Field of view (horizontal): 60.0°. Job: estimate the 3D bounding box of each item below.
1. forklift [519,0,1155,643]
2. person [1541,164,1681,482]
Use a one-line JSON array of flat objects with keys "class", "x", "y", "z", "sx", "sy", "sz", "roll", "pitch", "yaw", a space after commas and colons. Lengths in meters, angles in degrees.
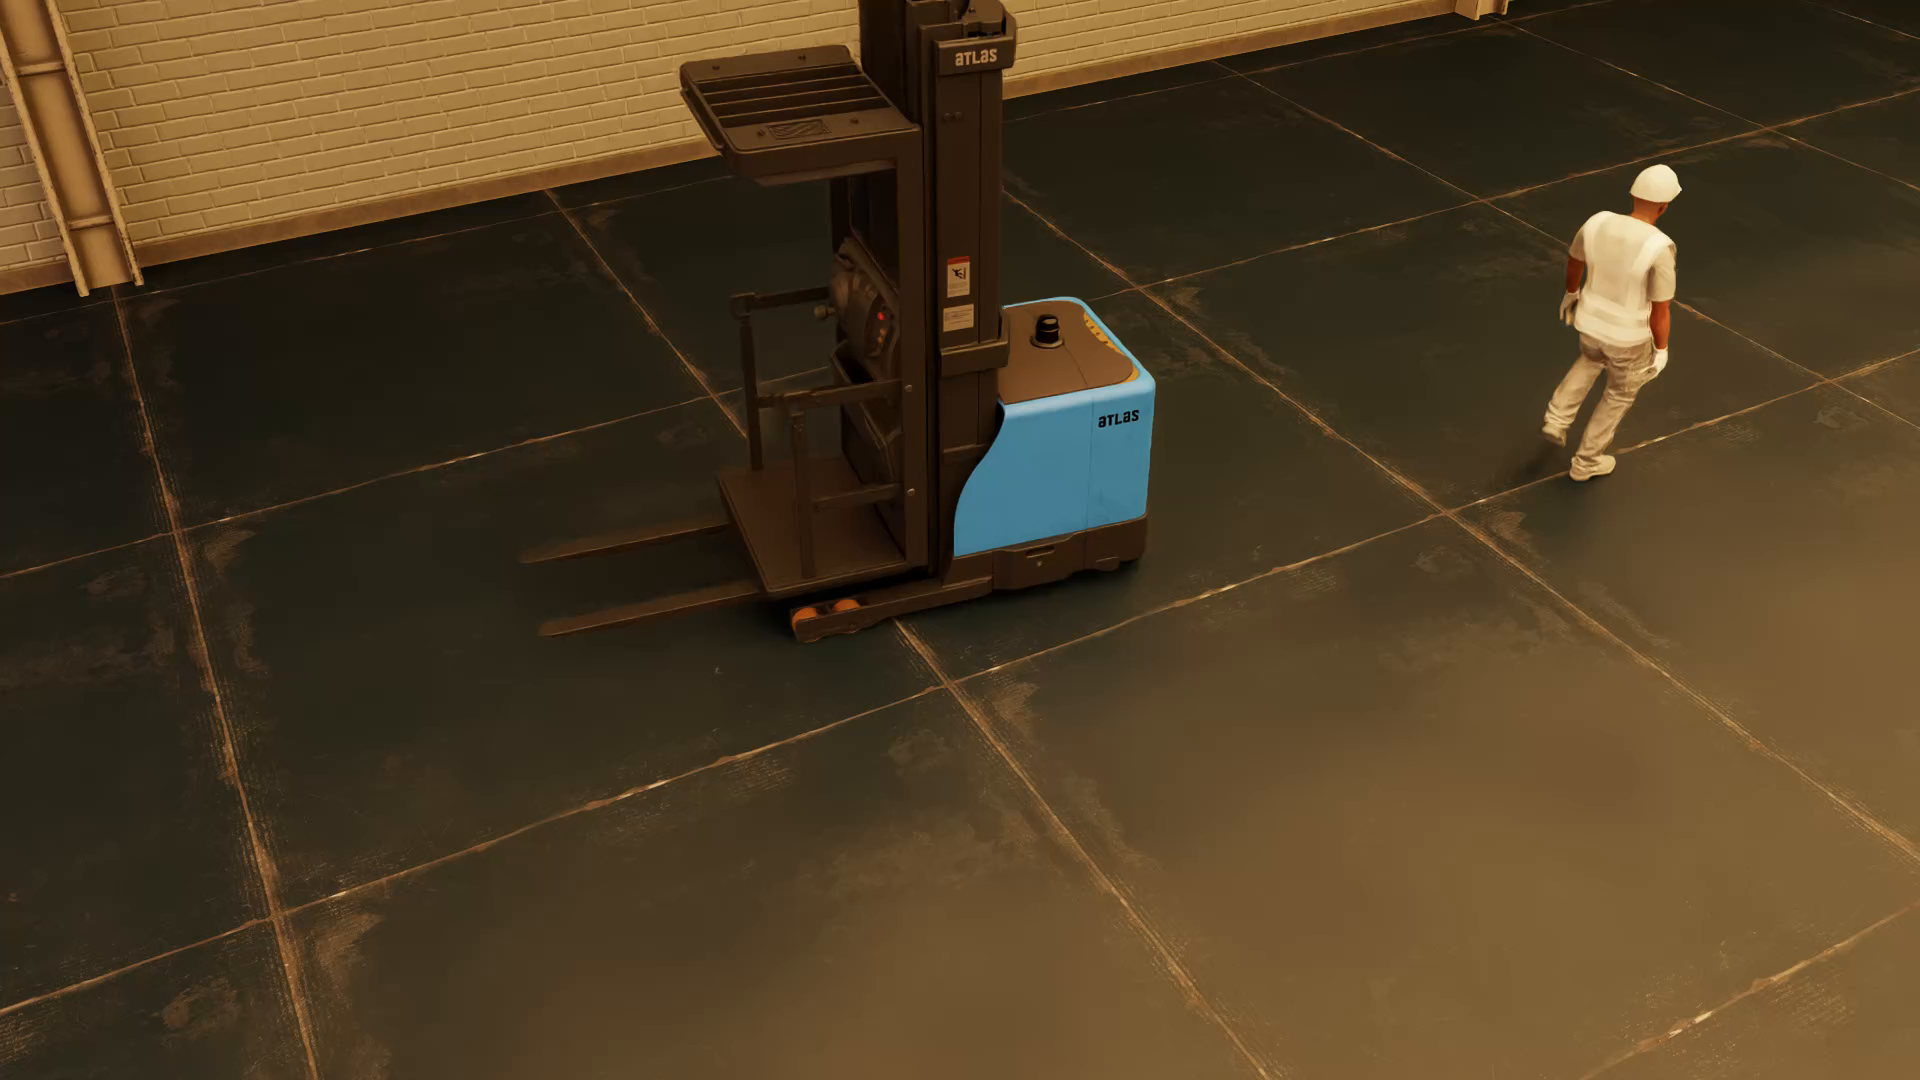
[{"class": "forklift", "x": -0.627, "y": -1.050, "z": 7.609, "sx": 3.031, "sy": 2.935, "sz": 1.130, "roll": -12, "pitch": 37, "yaw": -16}, {"class": "person", "x": 3.474, "y": -1.147, "z": 8.758, "sx": 0.468, "sy": 1.765, "sz": 0.716, "roll": -23, "pitch": 41, "yaw": -29}]
